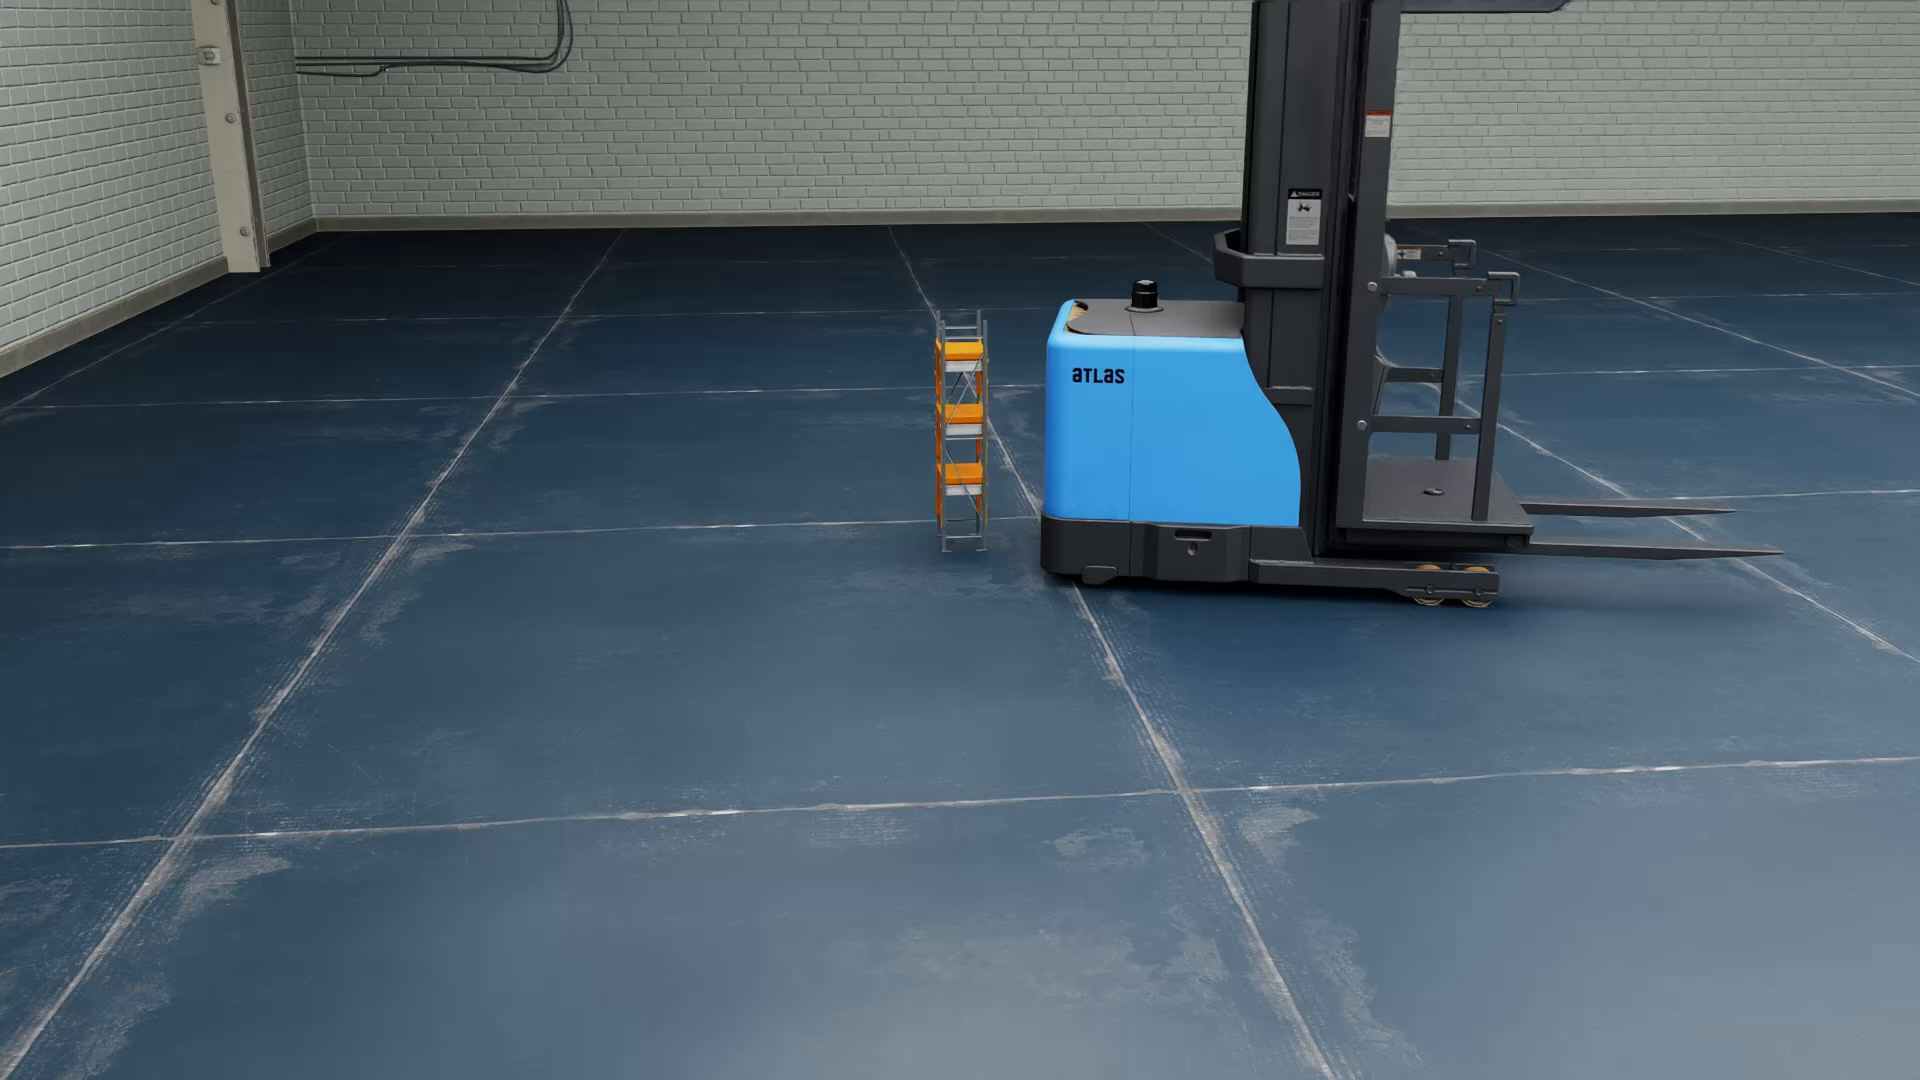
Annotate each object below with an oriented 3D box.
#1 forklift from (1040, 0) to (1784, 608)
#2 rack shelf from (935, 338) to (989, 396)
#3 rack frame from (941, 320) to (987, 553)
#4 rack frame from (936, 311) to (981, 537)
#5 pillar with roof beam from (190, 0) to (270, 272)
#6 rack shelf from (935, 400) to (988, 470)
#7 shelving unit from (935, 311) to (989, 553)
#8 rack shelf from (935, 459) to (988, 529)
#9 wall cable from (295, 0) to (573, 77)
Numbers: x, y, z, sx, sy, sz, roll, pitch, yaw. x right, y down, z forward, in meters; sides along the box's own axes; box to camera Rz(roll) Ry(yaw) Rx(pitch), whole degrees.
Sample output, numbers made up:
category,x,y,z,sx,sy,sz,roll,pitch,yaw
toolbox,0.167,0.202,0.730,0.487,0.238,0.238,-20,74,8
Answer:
category,x,y,z,sx,sy,sz,roll,pitch,yaw
forklift,1.898,-1.291,6.895,3.031,2.935,1.130,2,18,7
rack shelf,0.006,-0.746,7.387,0.215,0.259,0.240,-2,18,-6
rack frame,0.018,-0.449,7.353,0.200,1.050,0.008,-2,18,-6
rack frame,-0.007,-0.521,7.585,0.200,1.050,0.008,-2,18,-6
pillar with roof beam,-2.546,-7.023,15.024,9.100,9.000,0.400,-2,18,-6
rack shelf,0.006,-0.475,7.472,0.215,0.259,0.240,-2,18,-6
shelving unit,0.006,-0.485,7.469,0.215,1.050,0.252,-2,18,-6
rack shelf,0.006,-0.210,7.555,0.215,0.259,0.240,-2,18,-6
wall cable,-5.817,-6.327,17.991,3.097,2.526,0.112,-2,18,-6
